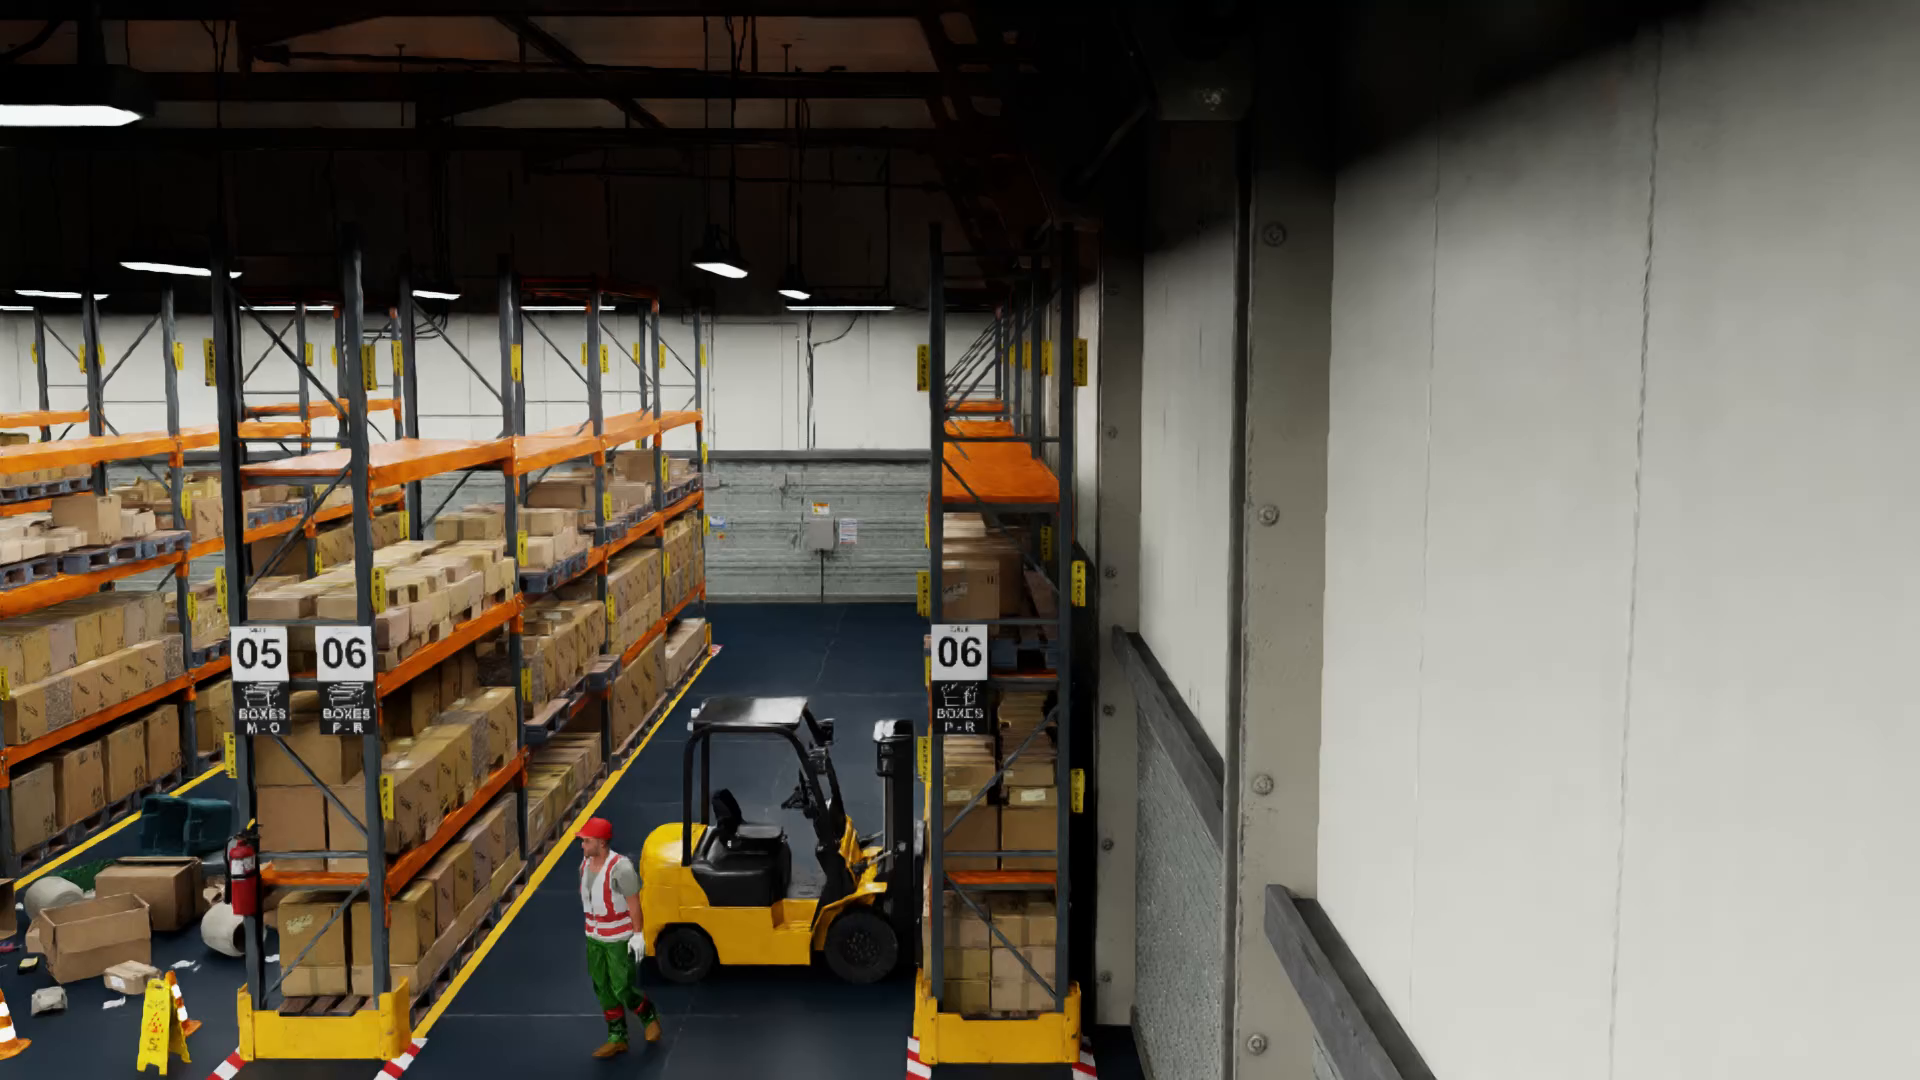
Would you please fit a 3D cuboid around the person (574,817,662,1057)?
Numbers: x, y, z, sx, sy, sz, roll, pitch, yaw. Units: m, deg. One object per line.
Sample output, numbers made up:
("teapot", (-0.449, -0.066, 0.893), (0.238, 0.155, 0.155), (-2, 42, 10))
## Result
("person", (-2.498, 2.876, 12.153), (0.587, 1.780, 0.573), (5, 8, 35))
